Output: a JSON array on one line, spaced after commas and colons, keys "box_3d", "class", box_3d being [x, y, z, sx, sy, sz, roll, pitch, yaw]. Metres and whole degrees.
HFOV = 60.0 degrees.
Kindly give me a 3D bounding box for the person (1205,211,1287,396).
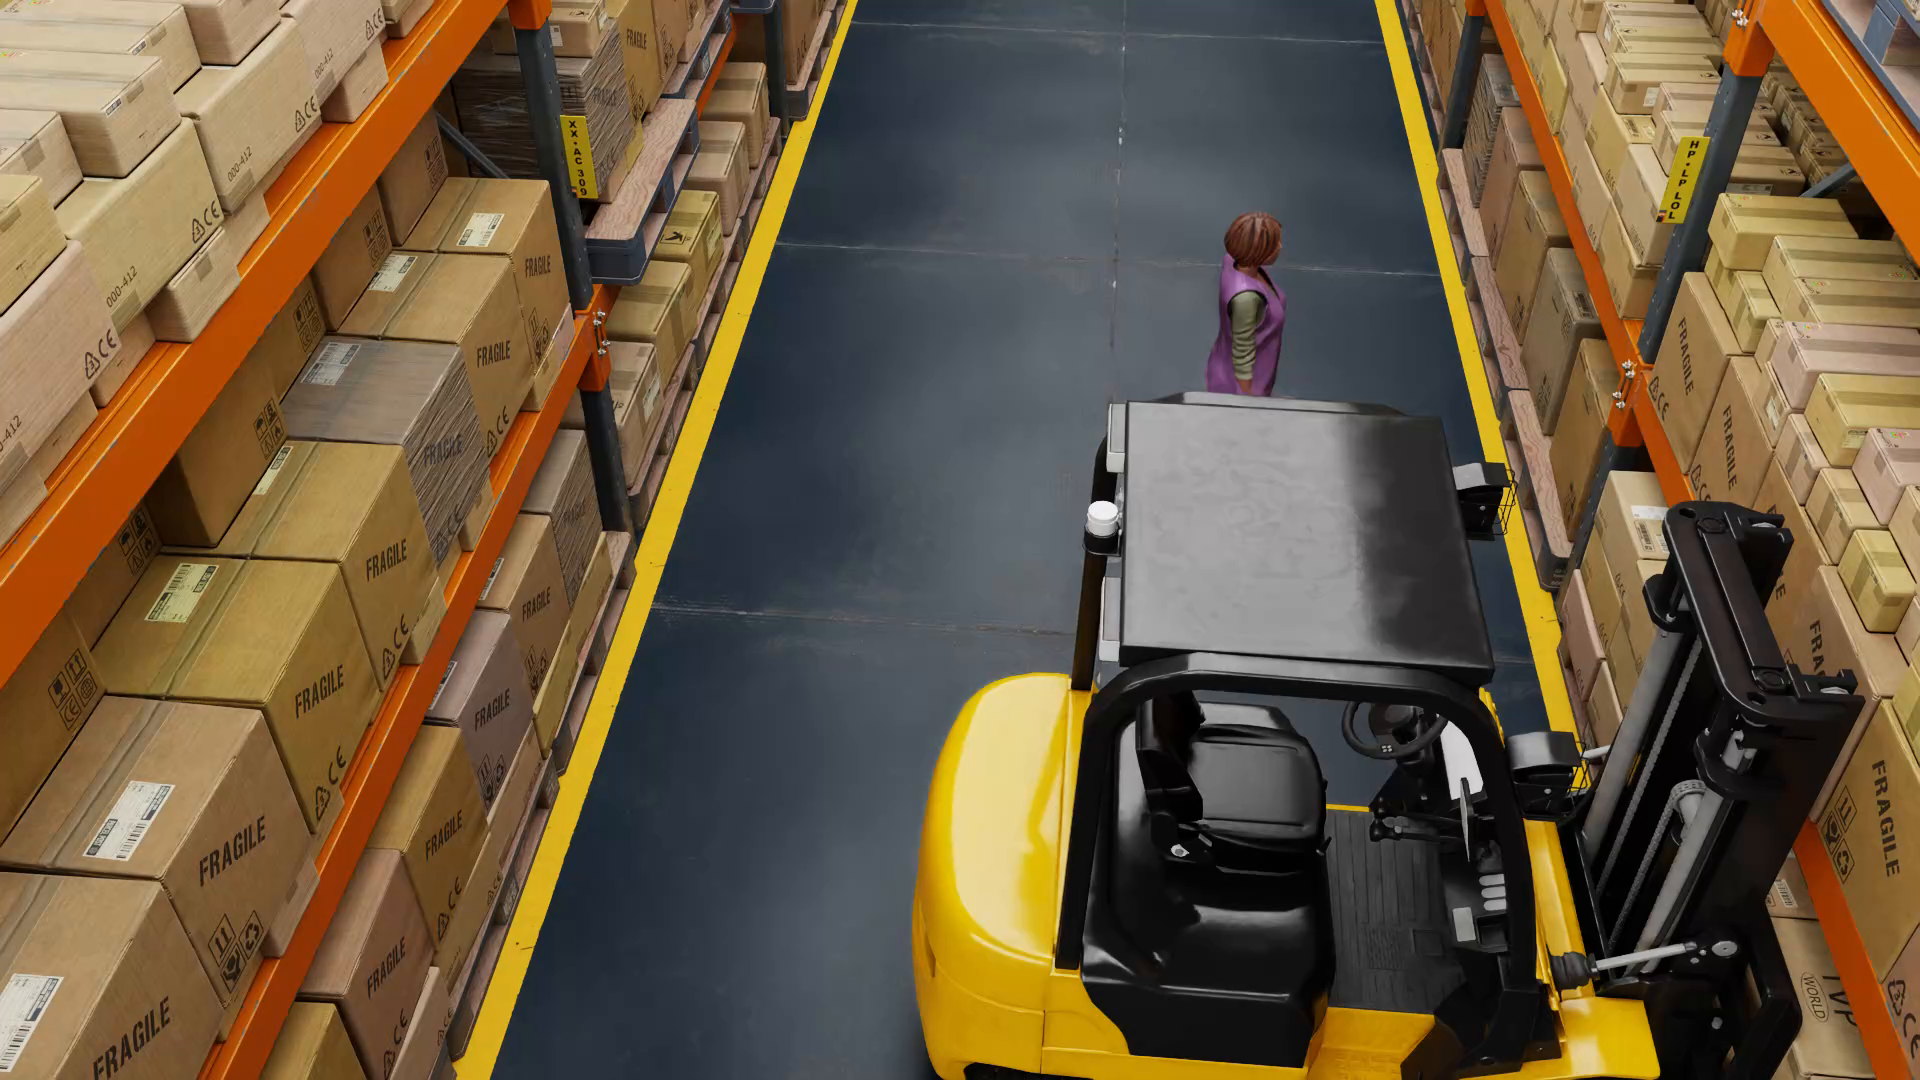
[{"box_3d": [1.168, -0.655, 6.935, 0.360, 1.599, 0.405, 4, 41, 5], "class": "person"}]
